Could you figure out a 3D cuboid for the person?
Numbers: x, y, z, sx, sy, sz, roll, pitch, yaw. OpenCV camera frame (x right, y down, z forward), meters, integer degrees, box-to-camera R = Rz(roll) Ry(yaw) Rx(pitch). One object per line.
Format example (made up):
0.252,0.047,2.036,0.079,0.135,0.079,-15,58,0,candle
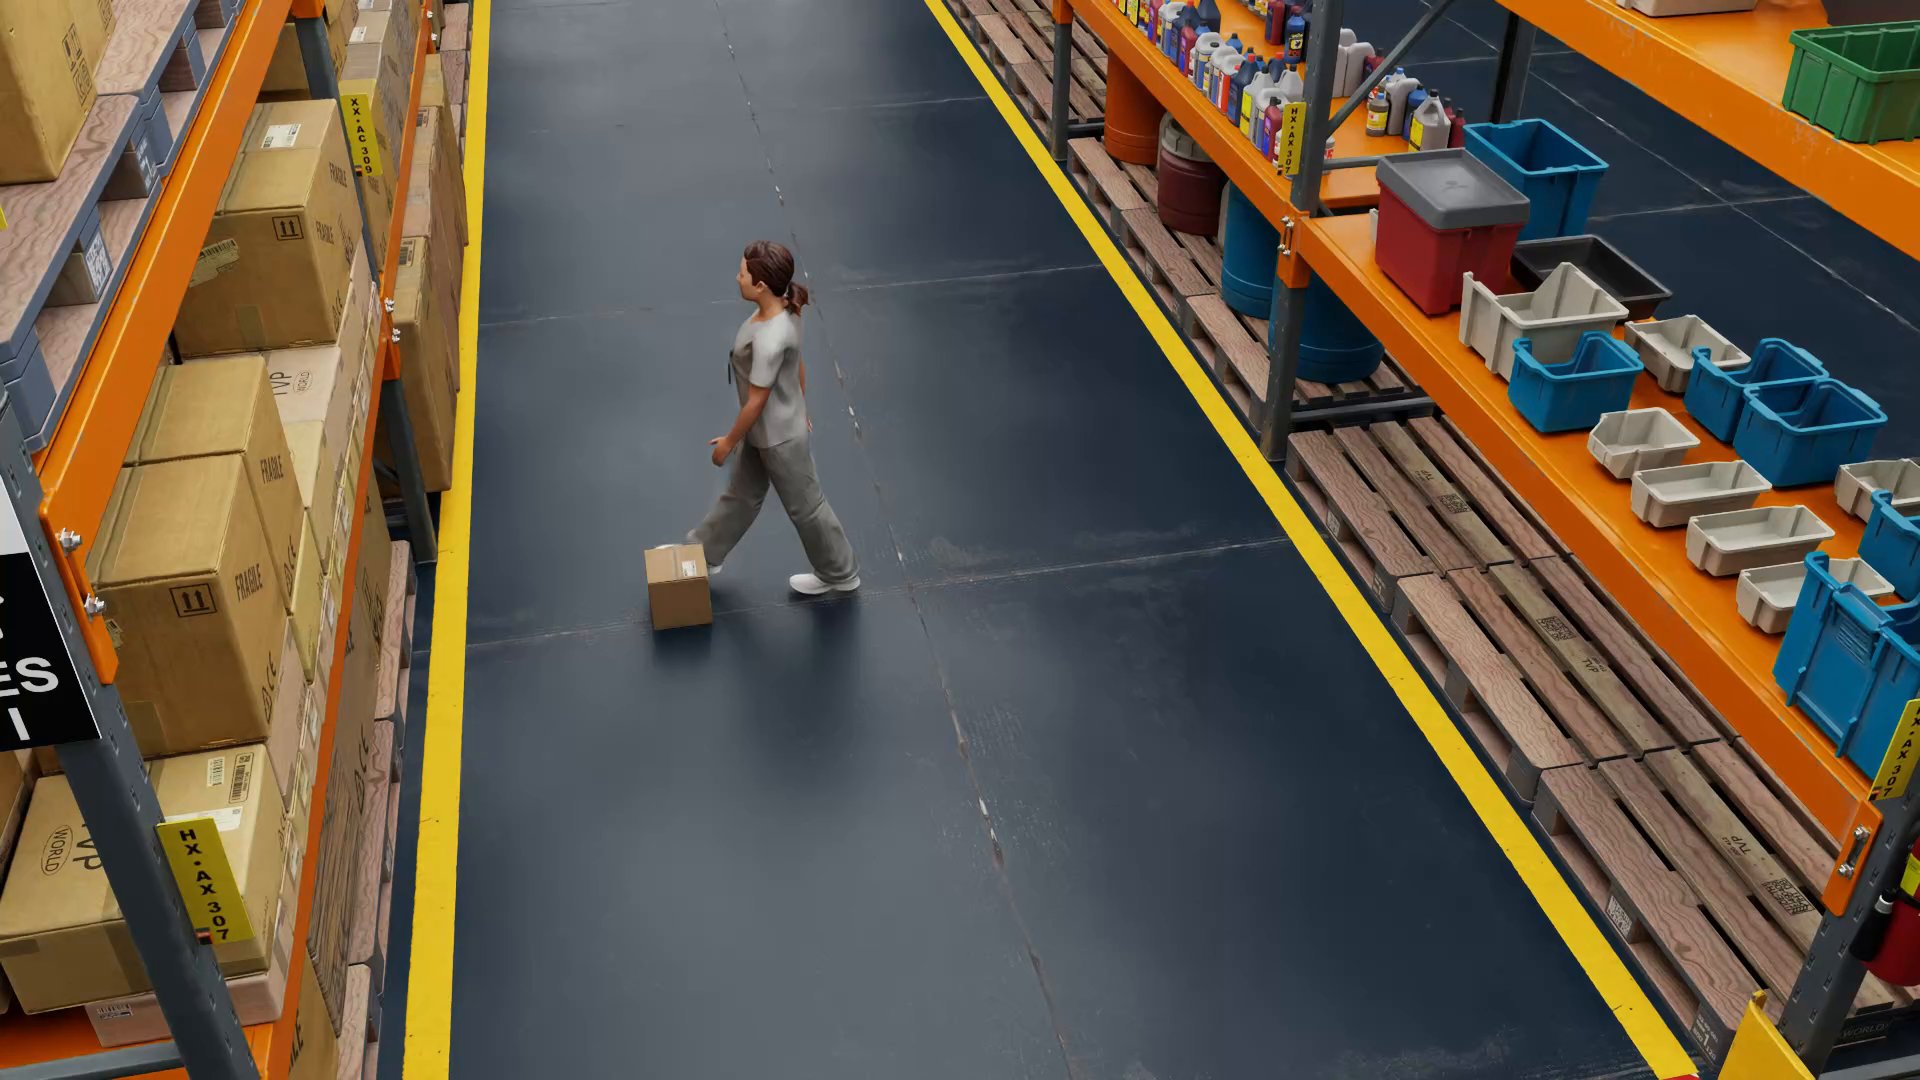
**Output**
-0.884,-0.446,6.771,0.904,1.640,0.454,-2,35,-3,person
